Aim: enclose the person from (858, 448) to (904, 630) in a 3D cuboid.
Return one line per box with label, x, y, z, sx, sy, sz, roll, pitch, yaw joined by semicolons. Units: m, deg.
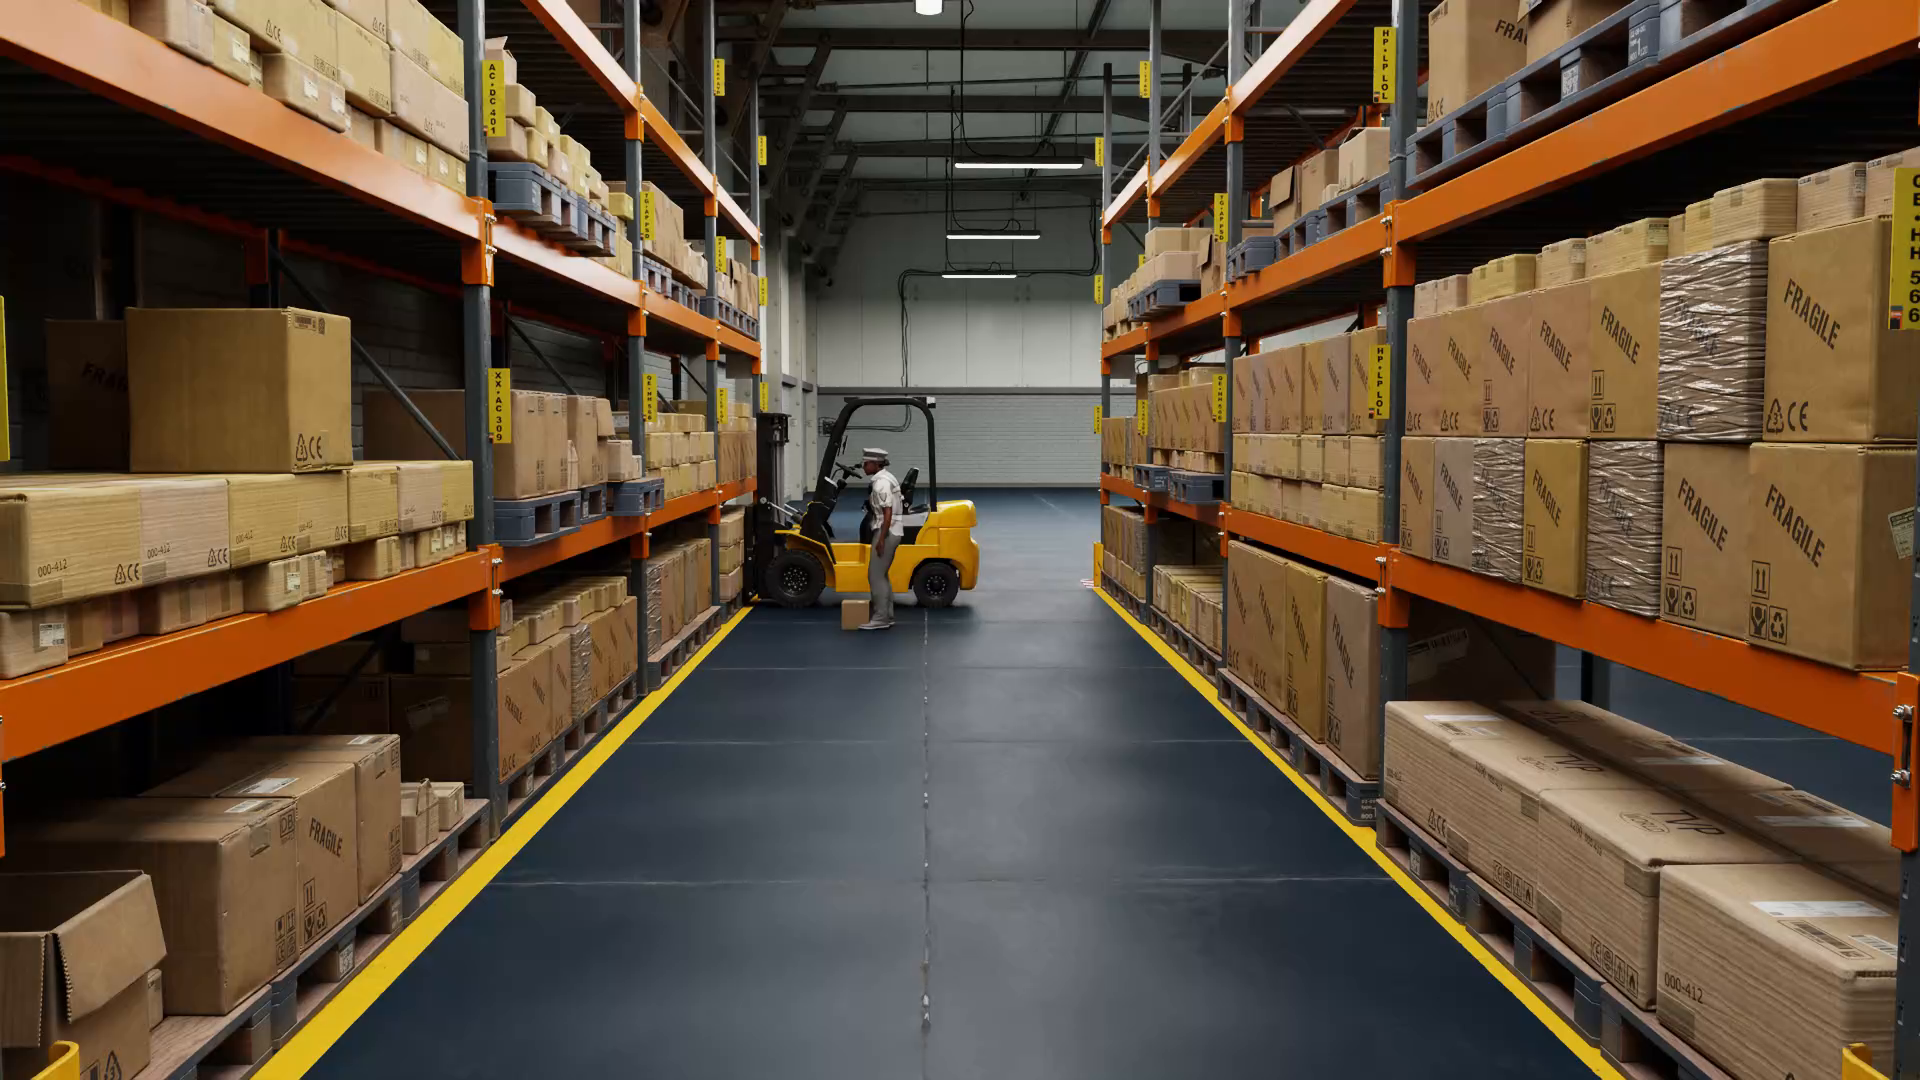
person;-0.734;-0.016;15.237;0.428;1.658;0.527;0;4;-5
